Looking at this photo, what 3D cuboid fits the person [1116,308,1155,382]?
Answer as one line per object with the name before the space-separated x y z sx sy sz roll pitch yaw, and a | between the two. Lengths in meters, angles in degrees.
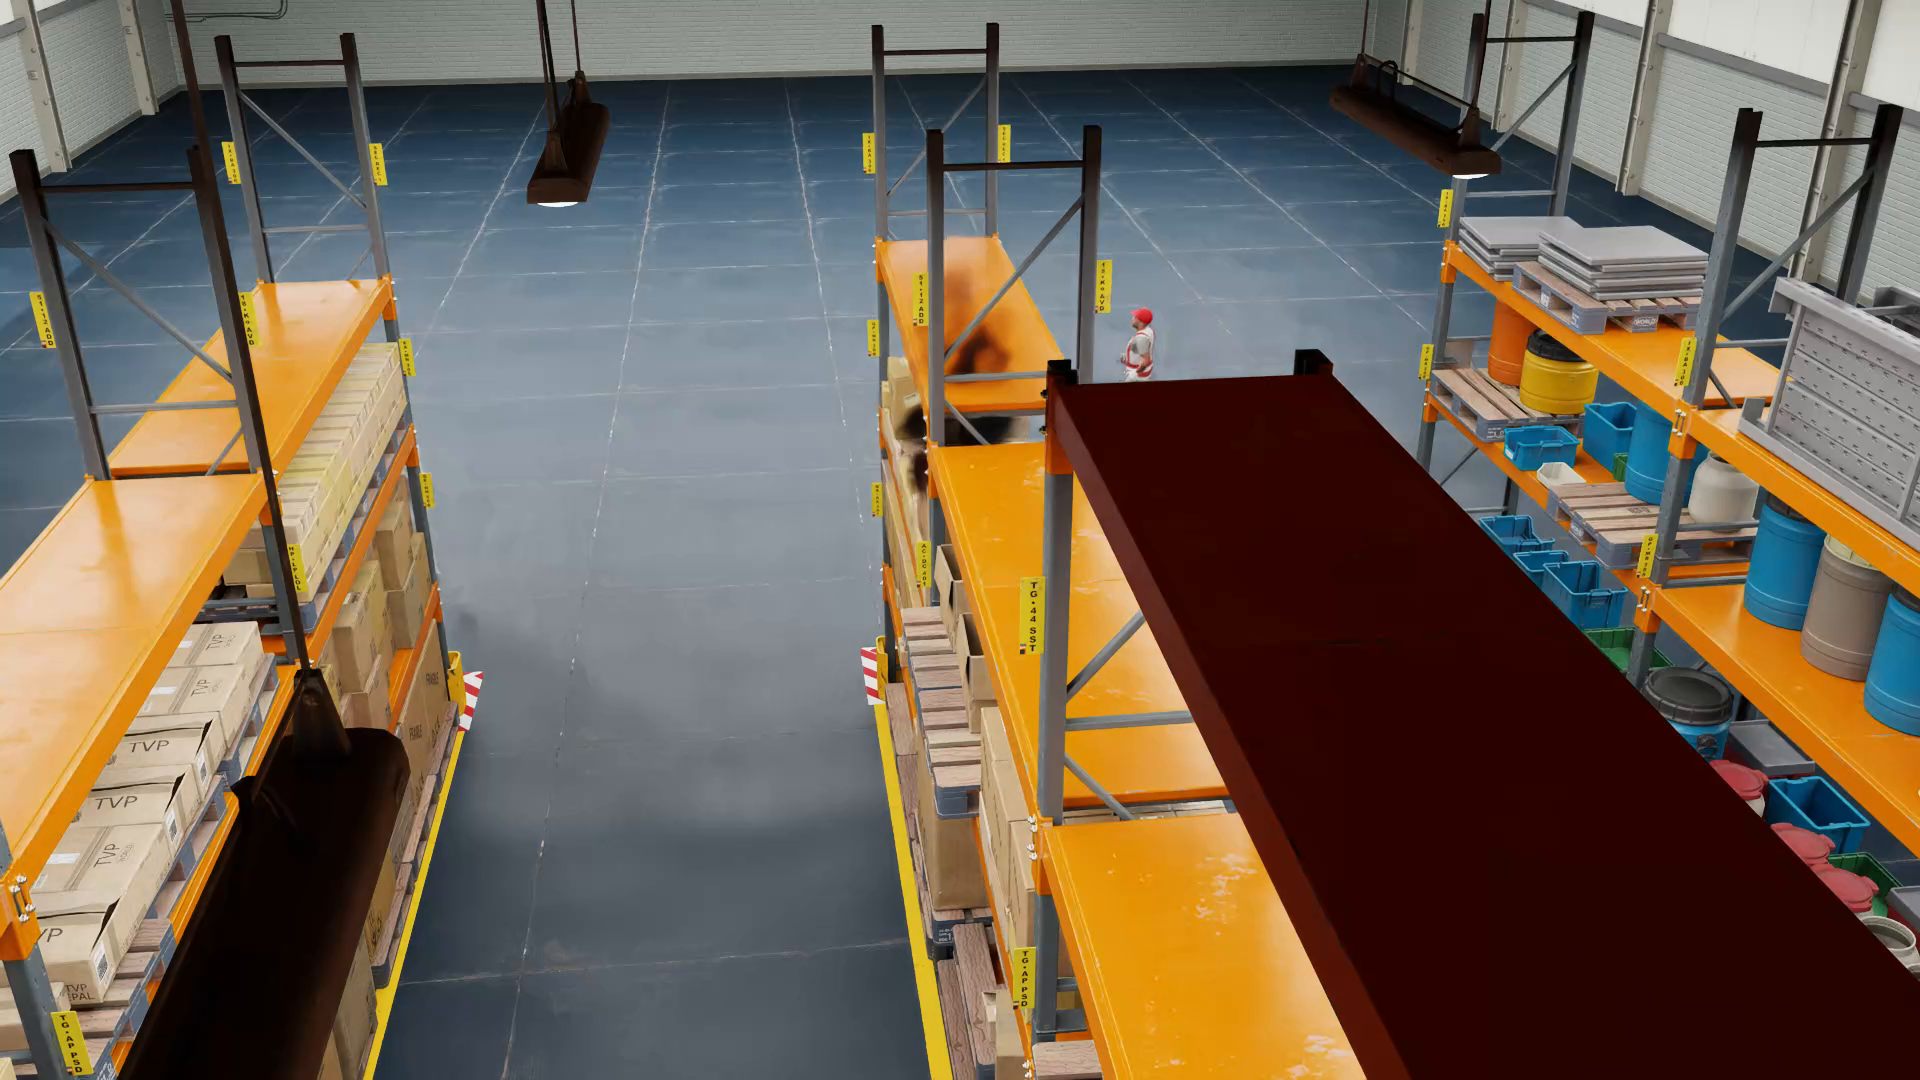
person | 2.198 -2.074 20.843 0.559 1.742 0.655 8 27 17
